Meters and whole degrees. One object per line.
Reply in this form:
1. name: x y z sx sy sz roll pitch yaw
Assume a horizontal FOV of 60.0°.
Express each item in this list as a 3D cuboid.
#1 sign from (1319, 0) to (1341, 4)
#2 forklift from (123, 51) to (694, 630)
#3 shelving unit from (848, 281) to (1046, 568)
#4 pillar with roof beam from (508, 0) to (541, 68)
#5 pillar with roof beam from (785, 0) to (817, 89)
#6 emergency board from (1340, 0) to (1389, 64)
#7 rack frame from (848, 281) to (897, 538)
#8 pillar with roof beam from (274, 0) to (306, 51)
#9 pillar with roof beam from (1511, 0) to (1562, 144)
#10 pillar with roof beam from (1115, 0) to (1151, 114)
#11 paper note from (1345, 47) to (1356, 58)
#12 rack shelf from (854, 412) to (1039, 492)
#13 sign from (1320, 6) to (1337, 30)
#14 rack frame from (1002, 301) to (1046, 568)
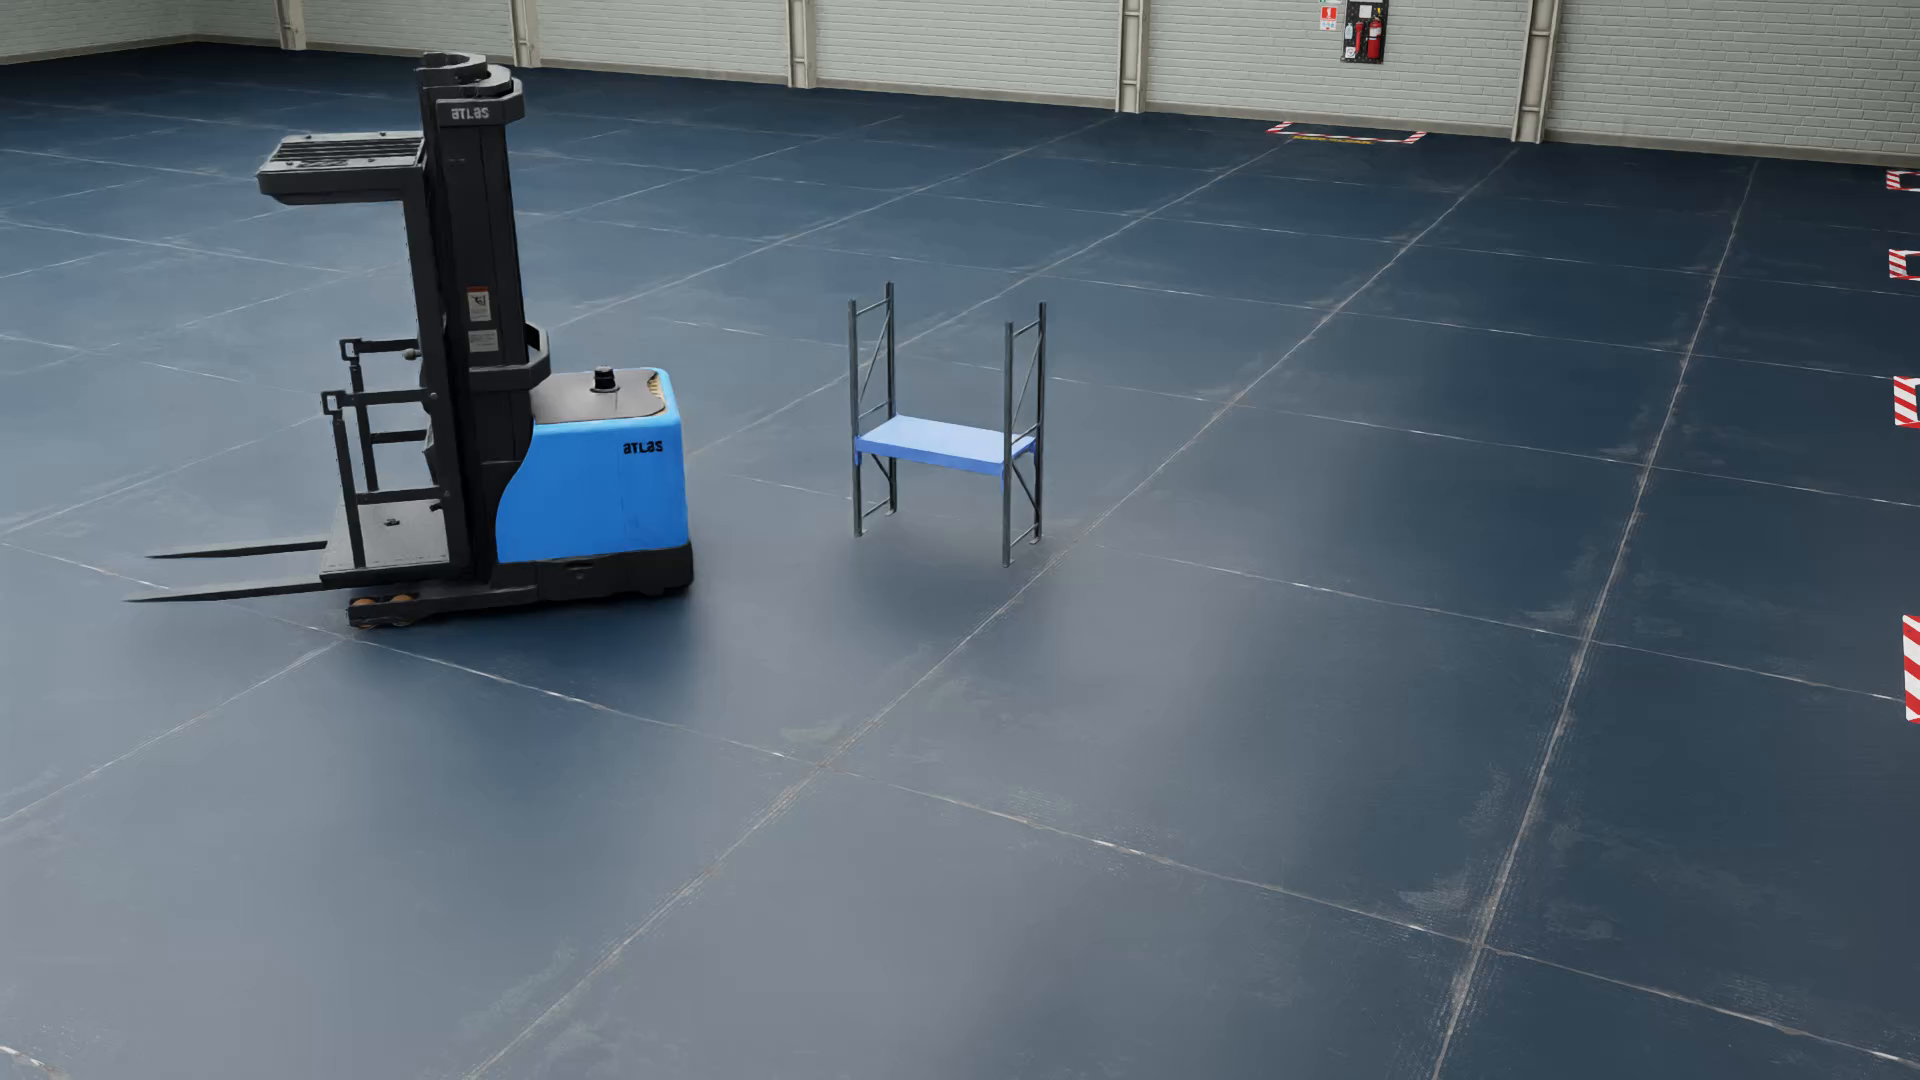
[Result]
1. sign: 5.386 -7.862 24.182 0.331 0.109 0.001 11 25 25
2. forklift: -3.100 -1.086 9.058 3.031 2.935 1.130 -5 24 -13
3. shelving unit: -0.076 -0.705 9.992 1.048 1.500 0.538 11 25 25
4. pillar with roof beam: -9.985 -11.458 25.694 0.400 9.000 9.100 11 25 25
5. pillar with roof beam: -4.631 -10.399 23.203 0.400 9.000 9.100 11 25 25
6. emergency board: 5.832 -7.472 23.987 0.643 1.169 0.194 11 25 25
7. rack frame: -0.530 -0.795 10.203 0.032 1.500 0.500 11 25 25
8. pillar with roof beam: -15.340 -12.518 28.186 0.400 9.000 9.100 11 25 25
9. pillar with roof beam: 6.078 -8.280 18.220 0.400 9.000 9.100 11 25 25
10. pillar with roof beam: 0.724 -9.339 20.712 0.400 9.000 9.100 11 25 25
11. paper note: 5.706 -7.122 24.290 0.142 0.148 0.016 11 25 25
12. rack shelf: -0.076 -0.540 10.062 1.000 0.185 0.538 11 25 25
13. sign: 5.385 -7.622 24.295 0.234 0.329 0.001 11 25 25
14. rack frame: 0.378 -0.615 9.781 0.032 1.500 0.500 11 25 25
